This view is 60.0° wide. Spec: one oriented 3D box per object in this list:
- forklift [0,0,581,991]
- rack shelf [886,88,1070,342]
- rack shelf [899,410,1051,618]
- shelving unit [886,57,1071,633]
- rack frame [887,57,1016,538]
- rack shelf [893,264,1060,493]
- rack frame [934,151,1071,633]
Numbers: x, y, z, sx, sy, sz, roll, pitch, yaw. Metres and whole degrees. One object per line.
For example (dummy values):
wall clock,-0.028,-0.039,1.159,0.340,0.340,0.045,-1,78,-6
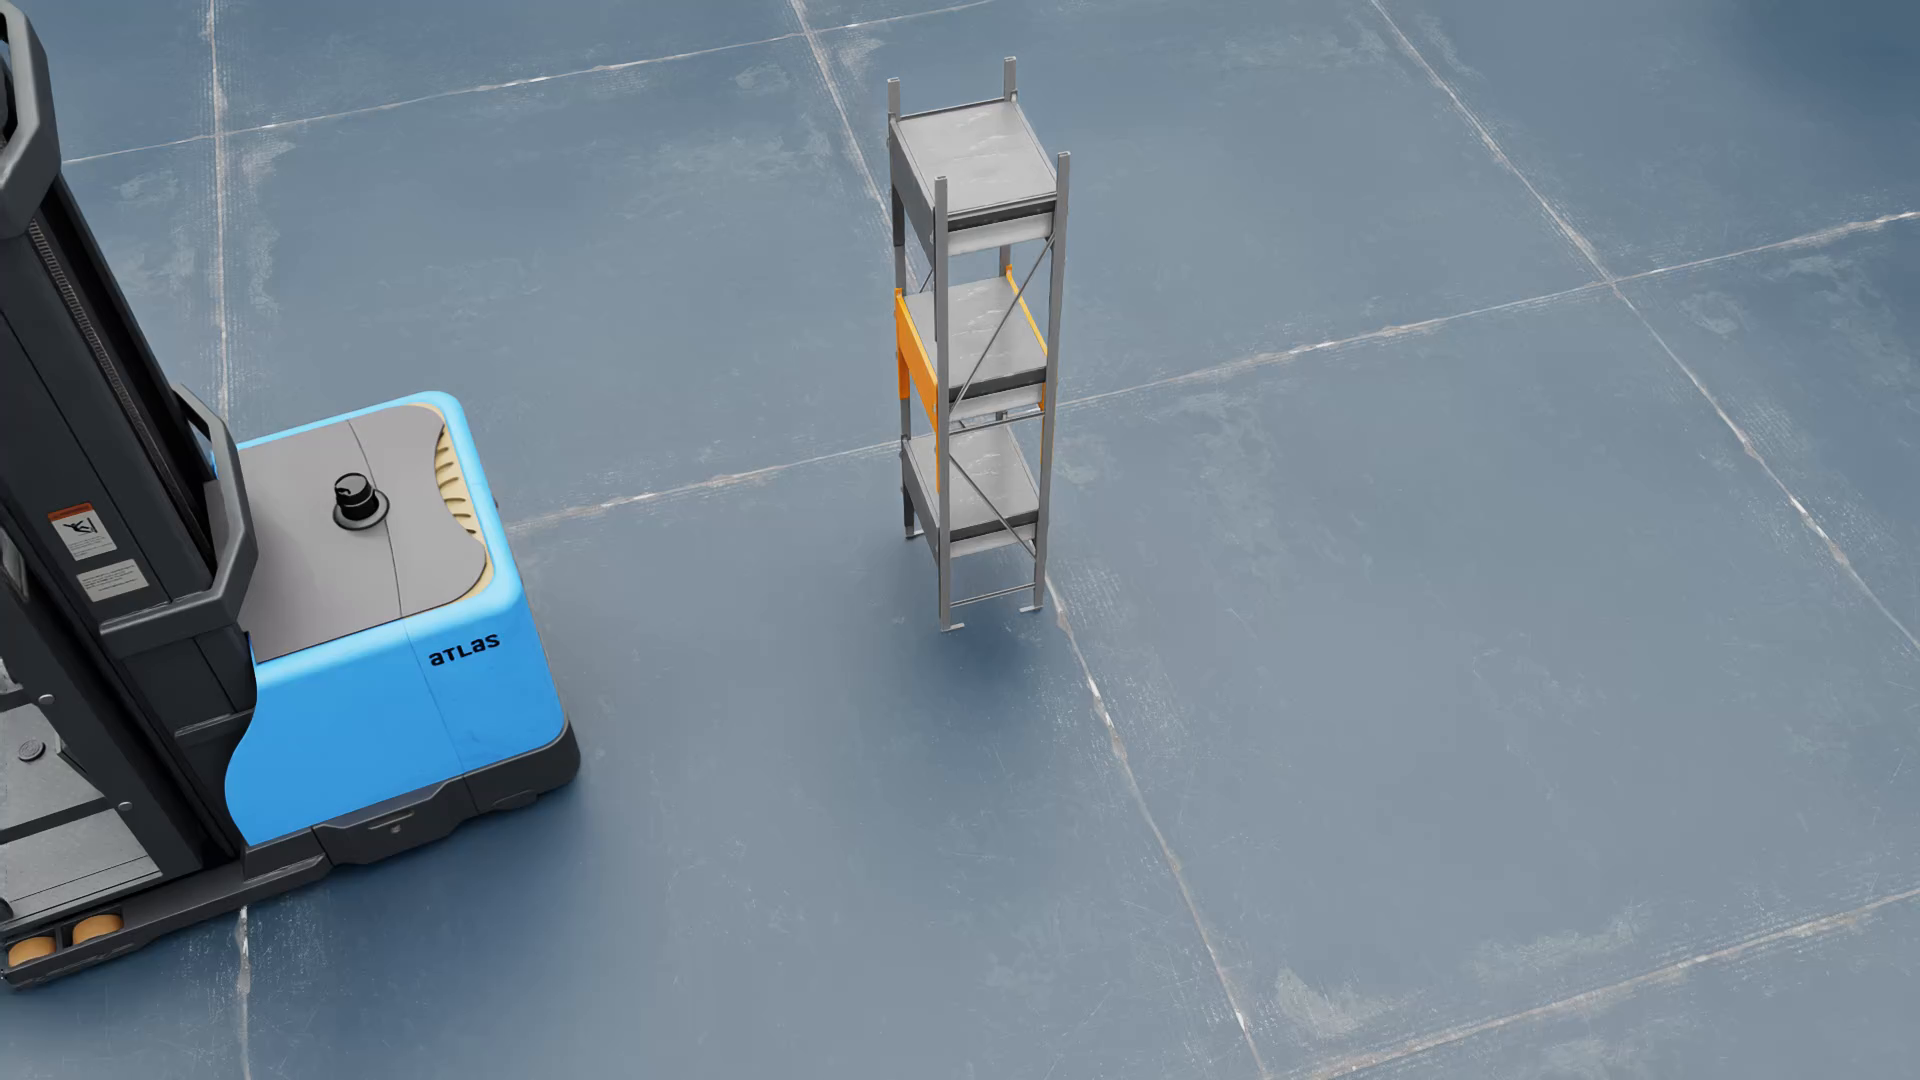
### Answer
forklift,-2.886,0.015,4.610,3.031,2.935,1.130,-18,52,-15
rack shelf,0.049,-0.998,5.110,0.431,0.518,0.480,-13,51,-11
rack shelf,0.049,-0.096,6.181,0.431,0.518,0.480,-13,51,-11
shelving unit,0.049,-0.556,5.635,0.431,2.100,0.503,-13,51,-11
rack frame,-0.023,-0.734,5.785,0.400,2.100,0.015,-13,51,-11
rack shelf,0.049,-0.547,5.645,0.431,0.518,0.480,-13,51,-11
rack frame,0.121,-0.378,5.485,0.400,2.100,0.015,-13,51,-11
